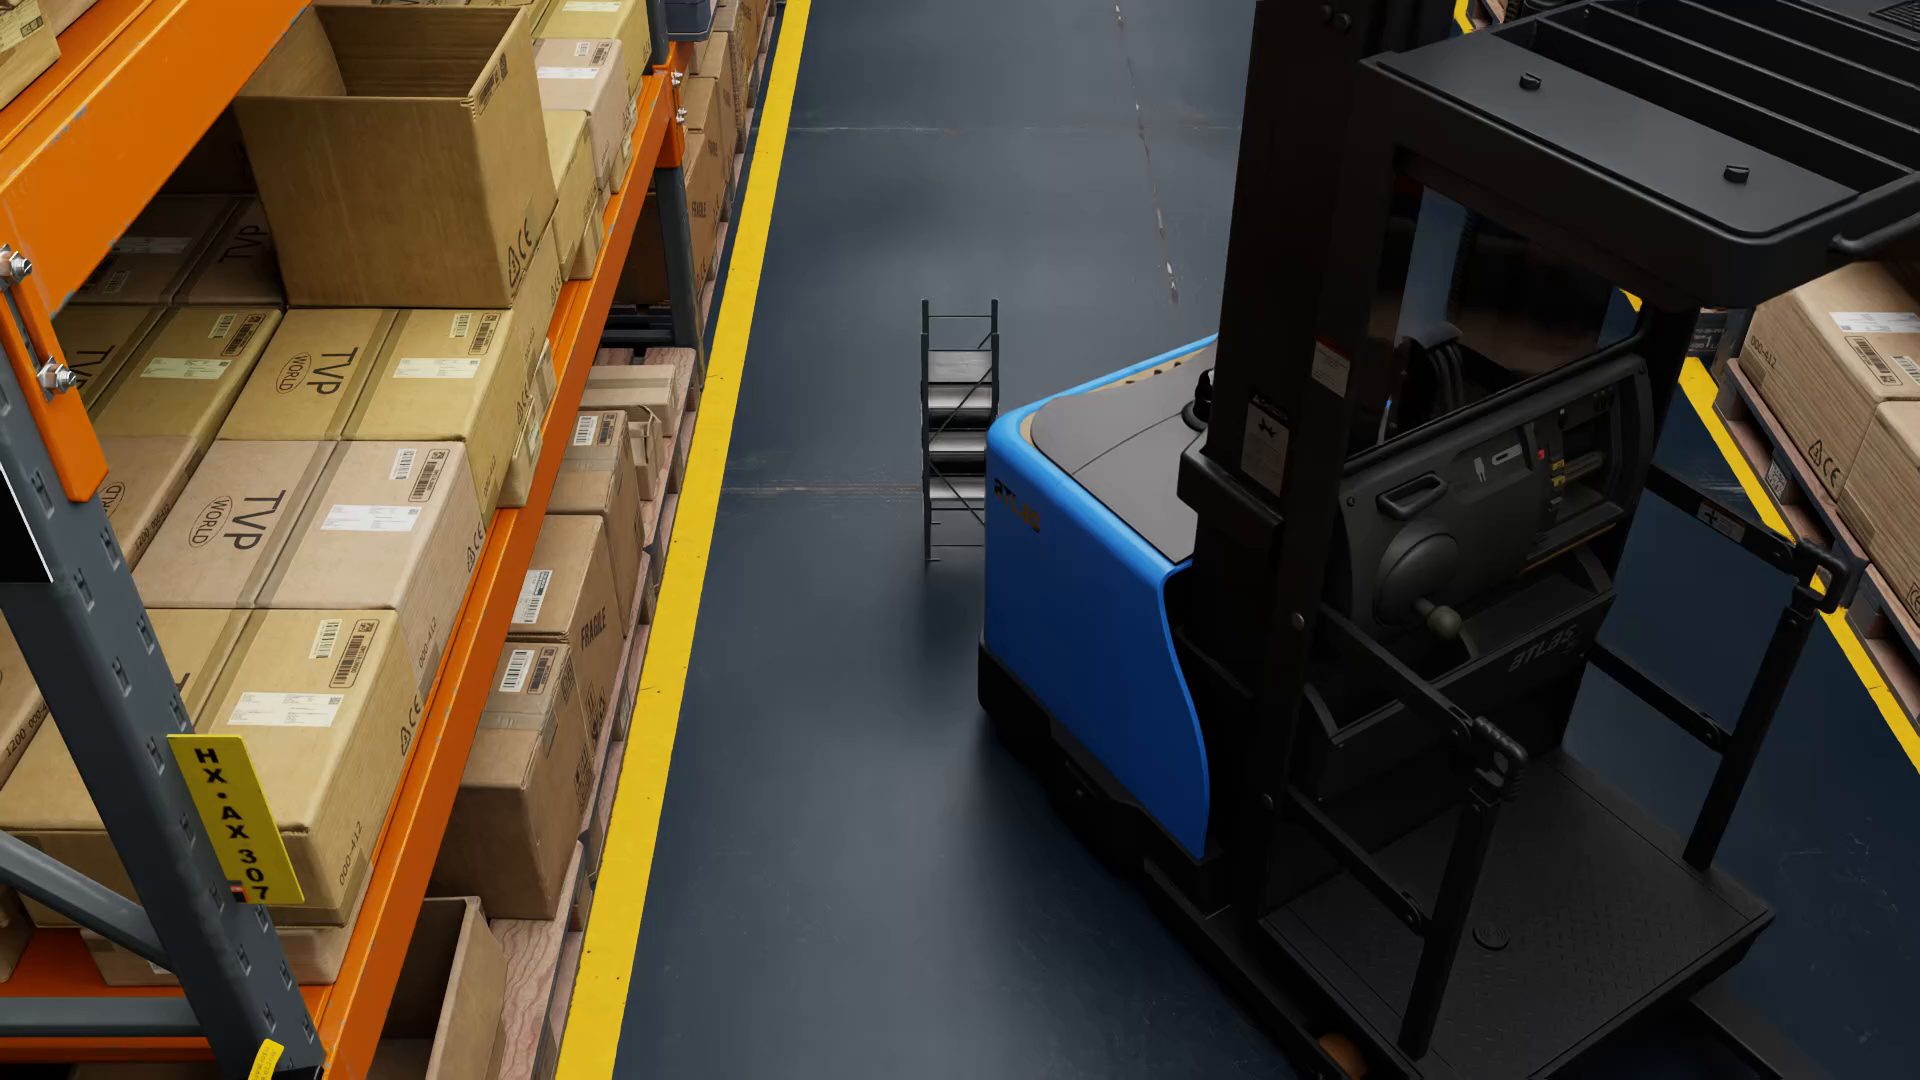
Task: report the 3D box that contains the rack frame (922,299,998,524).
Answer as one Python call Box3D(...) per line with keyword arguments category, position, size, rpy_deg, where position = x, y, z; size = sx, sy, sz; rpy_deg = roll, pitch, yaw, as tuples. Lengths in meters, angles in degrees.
Box3D(category="rack frame", position=(0.000, -0.410, 5.542), size=(0.240, 0.900, 0.006), rpy_deg=(0, 39, 0))

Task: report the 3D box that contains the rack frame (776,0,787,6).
Box3D(category="rack frame", position=(-1.506, -4.291, 8.706), size=(1.000, 3.000, 0.127), rpy_deg=(0, 39, 0))

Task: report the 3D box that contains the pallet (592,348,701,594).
Box3D(category="pallet", position=(-1.502, -0.272, 5.921), size=(1.003, 0.211, 1.213), rpy_deg=(0, 39, 0))

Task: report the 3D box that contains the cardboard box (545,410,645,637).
Box3D(category="cardboard box", position=(-1.366, -0.043, 5.068), size=(0.700, 0.500, 0.500), rpy_deg=(-1, 39, -2))

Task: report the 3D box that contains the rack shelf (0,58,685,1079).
Box3D(category="rack shelf", position=(-1.499, -0.259, 4.249), size=(1.077, 0.370, 4.000), rpy_deg=(0, 39, 0))

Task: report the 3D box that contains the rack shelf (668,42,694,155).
Box3D(category="rack shelf", position=(-1.504, -2.760, 7.371), size=(1.077, 0.370, 4.000), rpy_deg=(0, 39, 0))

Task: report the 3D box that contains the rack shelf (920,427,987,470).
Box3D(category="rack shelf", position=(0.000, -0.320, 5.483), size=(0.258, 0.077, 0.200), rpy_deg=(0, 39, 0))

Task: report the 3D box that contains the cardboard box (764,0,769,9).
Box3D(category="cardboard box", position=(-1.291, -3.216, 9.027), size=(0.500, 0.500, 0.500), rpy_deg=(1, 39, 1))

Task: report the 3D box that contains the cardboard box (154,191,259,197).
Box3D(category="cardboard box", position=(-1.765, -0.901, 4.358), size=(0.500, 0.250, 0.500), rpy_deg=(1, 39, 1))

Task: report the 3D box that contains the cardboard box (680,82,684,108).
Box3D(category="cardboard box", position=(-1.325, -1.790, 6.729), size=(0.380, 0.149, 0.250), rpy_deg=(-2, 39, -2))

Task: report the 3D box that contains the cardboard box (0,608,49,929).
Box3D(category="cardboard box", position=(-1.763, 0.366, 2.776), size=(0.500, 0.250, 0.500), rpy_deg=(1, 39, 1))

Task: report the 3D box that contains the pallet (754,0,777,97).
Box3D(category="pallet", position=(-1.543, -2.736, 8.996), size=(1.003, 0.211, 1.213), rpy_deg=(0, 39, 0))

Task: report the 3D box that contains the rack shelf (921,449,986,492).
Box3D(category="rack shelf", position=(0.000, -0.250, 5.539), size=(0.258, 0.077, 0.200), rpy_deg=(0, 39, 0))

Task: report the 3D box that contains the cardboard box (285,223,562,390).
Box3D(category="cardboard box", position=(-1.255, -0.582, 3.960), size=(0.500, 0.250, 0.500), rpy_deg=(-1, 39, -1))

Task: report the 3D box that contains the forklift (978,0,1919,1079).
Box3D(category="forklift", position=(1.282, -0.023, 3.434), size=(1.130, 2.935, 3.031), rpy_deg=(-22, 44, -25))

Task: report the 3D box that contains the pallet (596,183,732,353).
Box3D(category="pallet", position=(-1.540, -1.210, 7.092), size=(1.003, 0.211, 1.213), rpy_deg=(0, 39, 0))

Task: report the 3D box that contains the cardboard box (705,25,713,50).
Box3D(category="cardboard box", position=(-1.300, -2.273, 7.332), size=(0.380, 0.149, 0.250), rpy_deg=(1, 39, 2))

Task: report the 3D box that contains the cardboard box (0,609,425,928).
Box3D(category="cardboard box", position=(-1.228, 0.370, 2.772), size=(0.500, 0.250, 0.500), rpy_deg=(0, 39, 0))

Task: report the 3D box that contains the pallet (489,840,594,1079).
Box3D(category="pallet", position=(-1.499, 1.254, 4.017), size=(1.003, 0.211, 1.213), rpy_deg=(0, 39, 0))

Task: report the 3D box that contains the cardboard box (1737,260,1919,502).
Box3D(category="cardboard box", position=(3.355, -0.567, 5.772), size=(0.875, 0.438, 0.875), rpy_deg=(-1, 39, -1))

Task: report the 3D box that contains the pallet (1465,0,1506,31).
Box3D(category="pallet", position=(3.383, -2.716, 8.970), size=(1.003, 0.211, 1.213), rpy_deg=(0, 39, 0))

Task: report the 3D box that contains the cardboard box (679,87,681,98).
Box3D(category="cardboard box", position=(-1.284, -1.735, 6.422), size=(0.380, 0.149, 0.250), rpy_deg=(-2, 39, -2))

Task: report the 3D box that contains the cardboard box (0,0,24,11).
Box3D(category="cardboard box", position=(-1.224, -0.794, 1.826), size=(0.500, 0.250, 0.500), rpy_deg=(0, 39, -1))

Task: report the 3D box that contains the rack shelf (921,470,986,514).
Box3D(category="rack shelf", position=(0.000, -0.180, 5.596), size=(0.258, 0.077, 0.200), rpy_deg=(0, 39, 0))

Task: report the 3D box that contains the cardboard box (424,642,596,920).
Box3D(category="cardboard box", position=(-1.365, 0.606, 4.258), size=(0.700, 0.500, 0.500), rpy_deg=(1, 39, 2))

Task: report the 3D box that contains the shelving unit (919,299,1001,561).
Box3D(category="shelving unit", position=(0.000, -0.346, 5.462), size=(0.258, 0.900, 0.210), rpy_deg=(0, 39, 0))

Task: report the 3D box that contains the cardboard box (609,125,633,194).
Box3D(category="cardboard box", position=(-1.202, -1.167, 5.009), size=(0.380, 0.149, 0.250), rpy_deg=(1, 39, 1))

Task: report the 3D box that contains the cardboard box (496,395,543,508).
Box3D(category="cardboard box", position=(-1.175, -0.202, 3.804), size=(0.380, 0.149, 0.250), rpy_deg=(-1, 39, -1))

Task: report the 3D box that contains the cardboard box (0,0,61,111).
Box3D(category="cardboard box", position=(-1.265, -0.561, 1.853), size=(0.380, 0.149, 0.250), rpy_deg=(1, 39, 1))

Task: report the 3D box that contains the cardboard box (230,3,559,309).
Box3D(category="cardboard box", position=(-1.230, -0.861, 3.708), size=(0.500, 0.500, 0.500), rpy_deg=(1, 39, 1))

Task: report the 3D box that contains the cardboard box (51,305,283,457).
Box3D(category="cardboard box", position=(-1.758, -0.266, 3.565), size=(0.500, 0.250, 0.500), rpy_deg=(1, 39, 1))

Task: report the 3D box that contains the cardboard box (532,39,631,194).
Box3D(category="cardboard box", position=(-1.242, -1.216, 4.751), size=(0.500, 0.250, 0.500), rpy_deg=(0, 39, 0))

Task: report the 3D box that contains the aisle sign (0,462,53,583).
Box3D(category="aisle sign", position=(-1.203, -0.261, 1.598), size=(0.394, 0.787, 0.004), rpy_deg=(0, 39, 0))

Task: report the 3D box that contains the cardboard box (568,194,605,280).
Box3D(category="cardboard box", position=(-1.201, -0.844, 4.605), size=(0.380, 0.149, 0.250), rpy_deg=(-1, 39, -1))

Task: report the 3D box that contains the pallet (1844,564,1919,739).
Box3D(category="pallet", position=(3.389, 0.533, 4.917), size=(1.003, 0.211, 1.213), rpy_deg=(0, 39, 0))

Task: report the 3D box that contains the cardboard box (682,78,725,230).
Box3D(category="cardboard box", position=(-1.288, -1.614, 7.029), size=(0.500, 0.500, 0.500), rpy_deg=(-1, 39, -1))

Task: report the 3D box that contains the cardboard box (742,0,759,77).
Box3D(category="cardboard box", position=(-1.297, -2.575, 8.228), size=(0.500, 0.500, 0.500), rpy_deg=(2, 39, 2))

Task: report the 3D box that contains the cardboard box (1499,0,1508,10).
Box3D(category="cardboard box", position=(3.375, -3.200, 8.708), size=(0.875, 0.875, 0.875), rpy_deg=(0, 39, 0))

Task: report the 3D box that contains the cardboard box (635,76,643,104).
Box3D(category="cardboard box", position=(-1.249, -1.493, 5.415), size=(0.380, 0.149, 0.250), rpy_deg=(0, 39, 1))
